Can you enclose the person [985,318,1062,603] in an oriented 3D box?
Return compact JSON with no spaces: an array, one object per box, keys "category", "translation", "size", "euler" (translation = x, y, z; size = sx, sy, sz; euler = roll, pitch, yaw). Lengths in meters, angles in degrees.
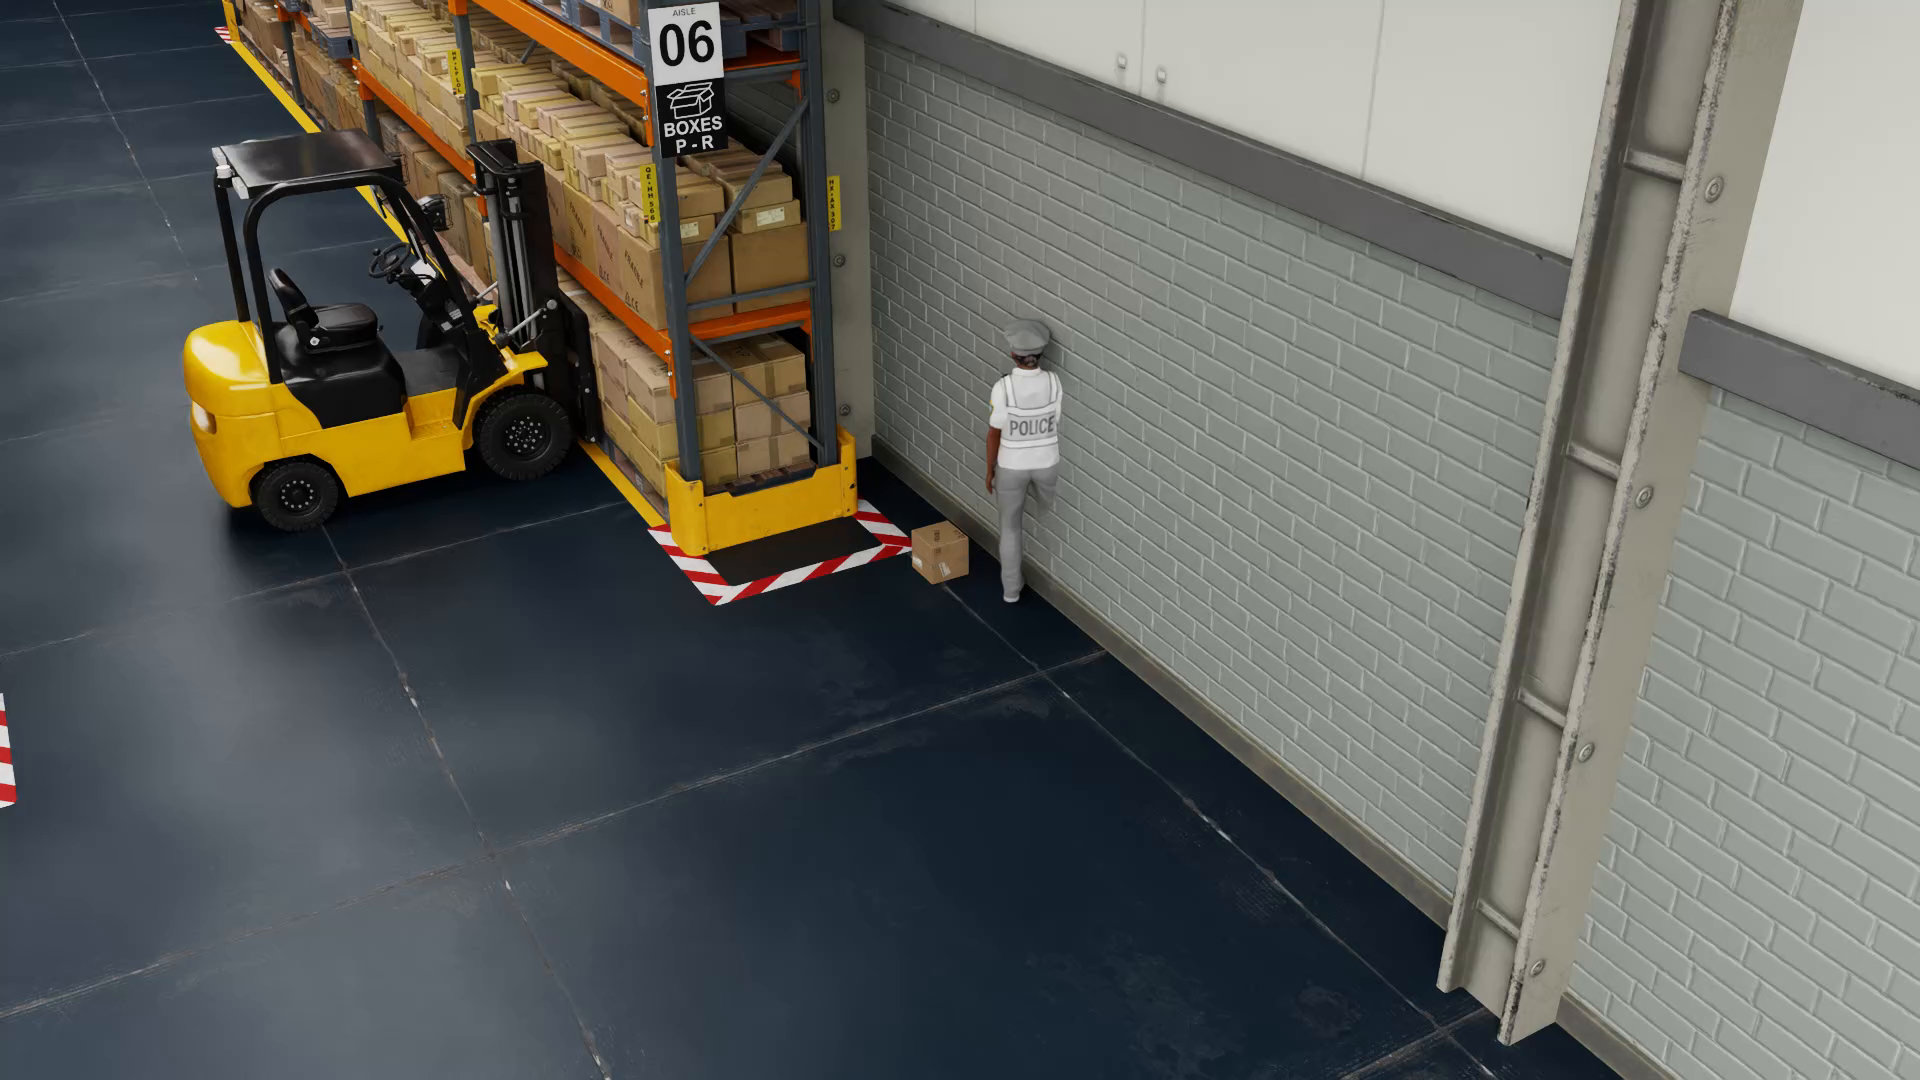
[{"category":"person","translation":[0.372,-0.434,9.308],"size":[0.506,1.700,0.436],"euler":[-7,30,-13]}]
